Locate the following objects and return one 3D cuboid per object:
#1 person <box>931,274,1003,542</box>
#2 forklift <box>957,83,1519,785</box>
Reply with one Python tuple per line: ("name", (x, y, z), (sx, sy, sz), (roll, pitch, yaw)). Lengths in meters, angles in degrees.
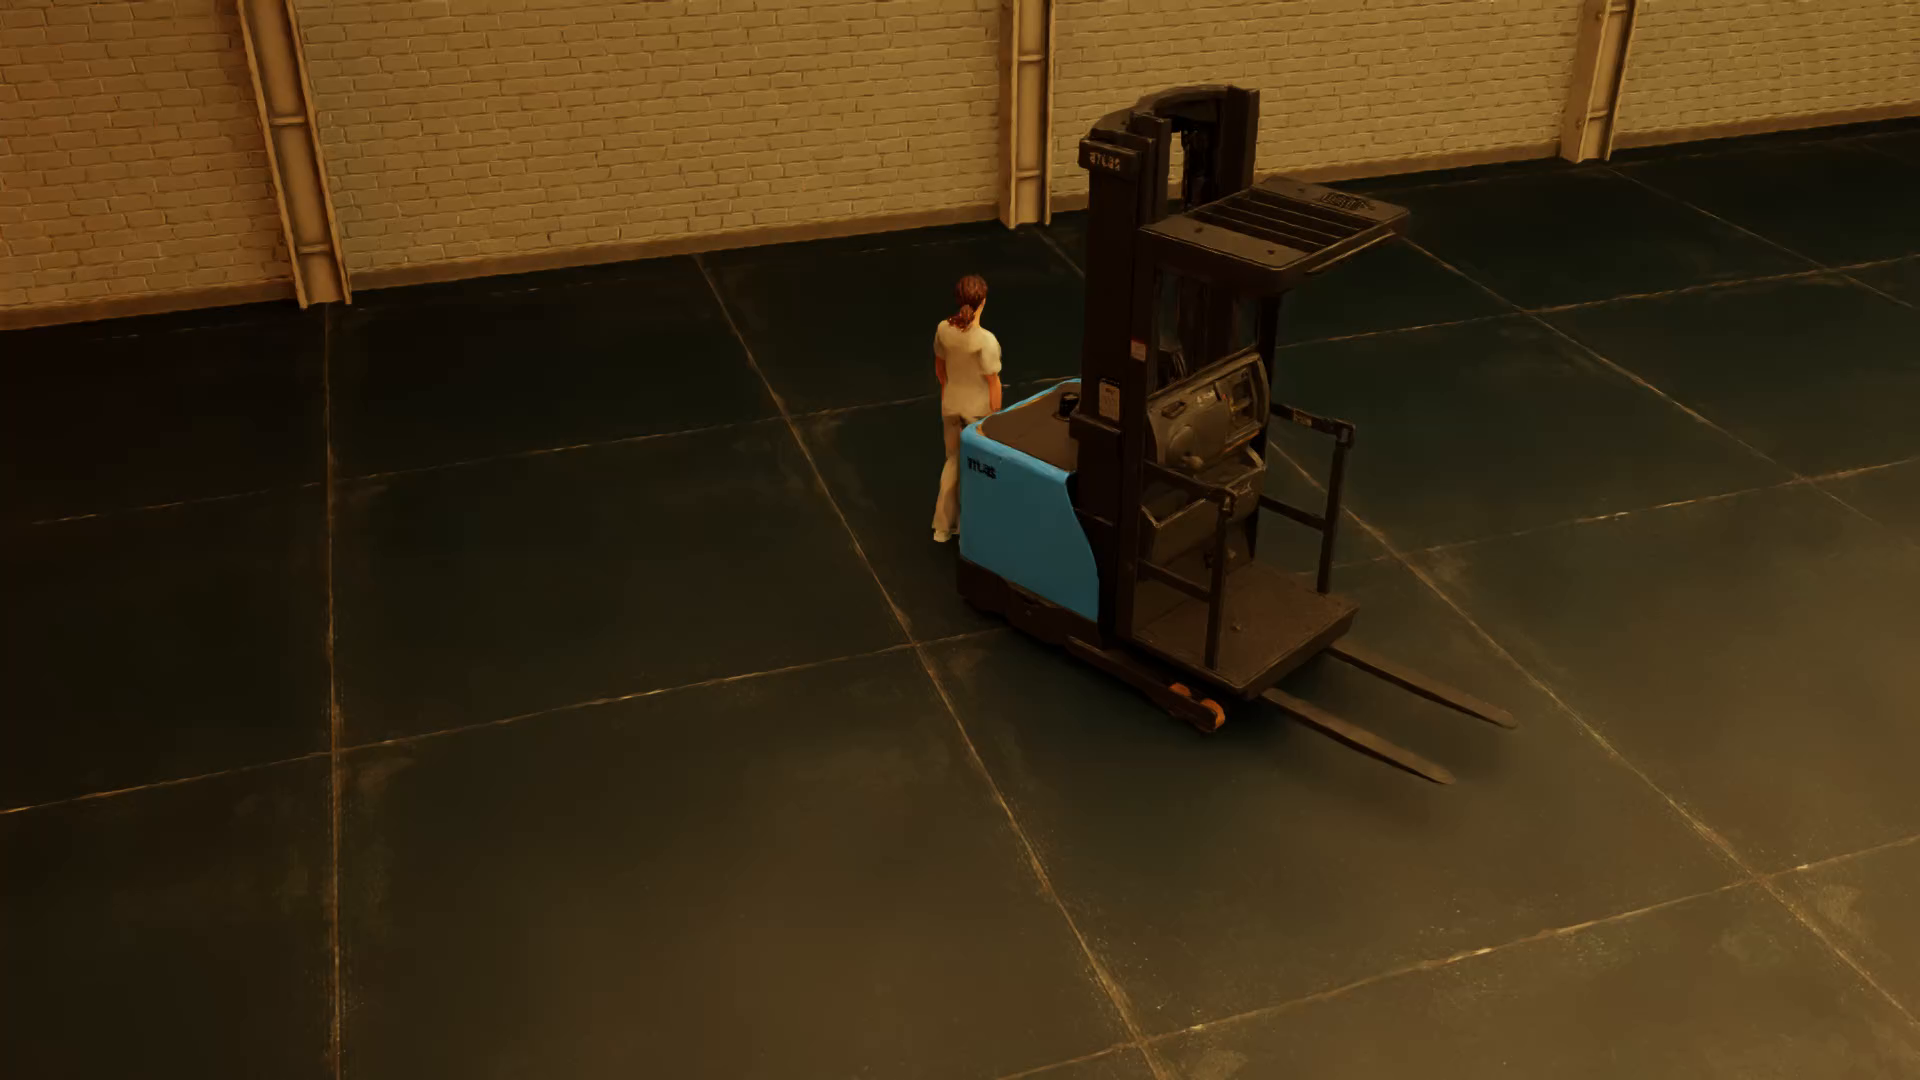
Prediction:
("person", (0.043, -0.756, 9.696), (0.577, 1.654, 0.421), (20, 36, 31))
("forklift", (1.390, -0.599, 8.128), (3.031, 2.935, 1.130), (26, 39, 37))
